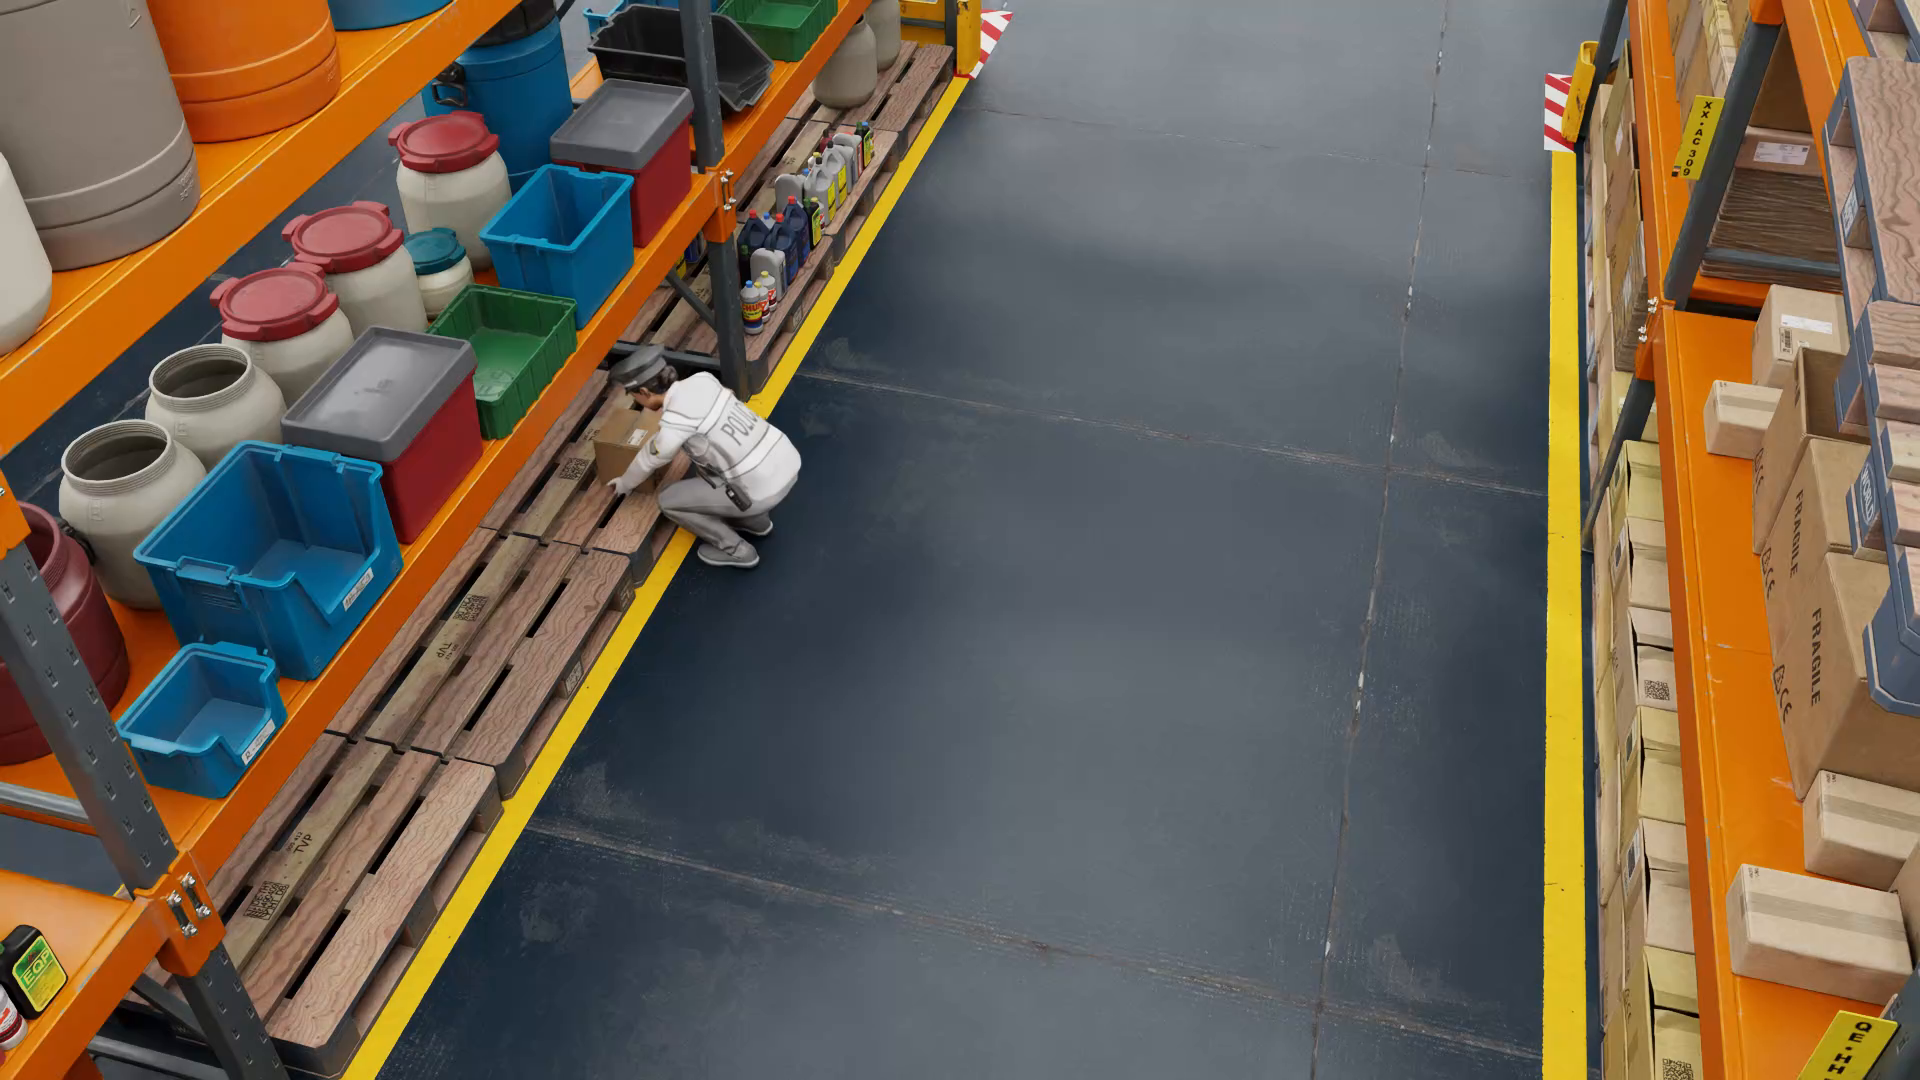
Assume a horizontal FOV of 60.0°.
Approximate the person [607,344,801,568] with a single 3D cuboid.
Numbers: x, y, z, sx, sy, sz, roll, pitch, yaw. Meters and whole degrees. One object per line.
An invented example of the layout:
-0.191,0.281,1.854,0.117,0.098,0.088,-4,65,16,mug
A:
-1.128,-0.387,7.130,0.892,0.981,0.460,16,44,17,person
